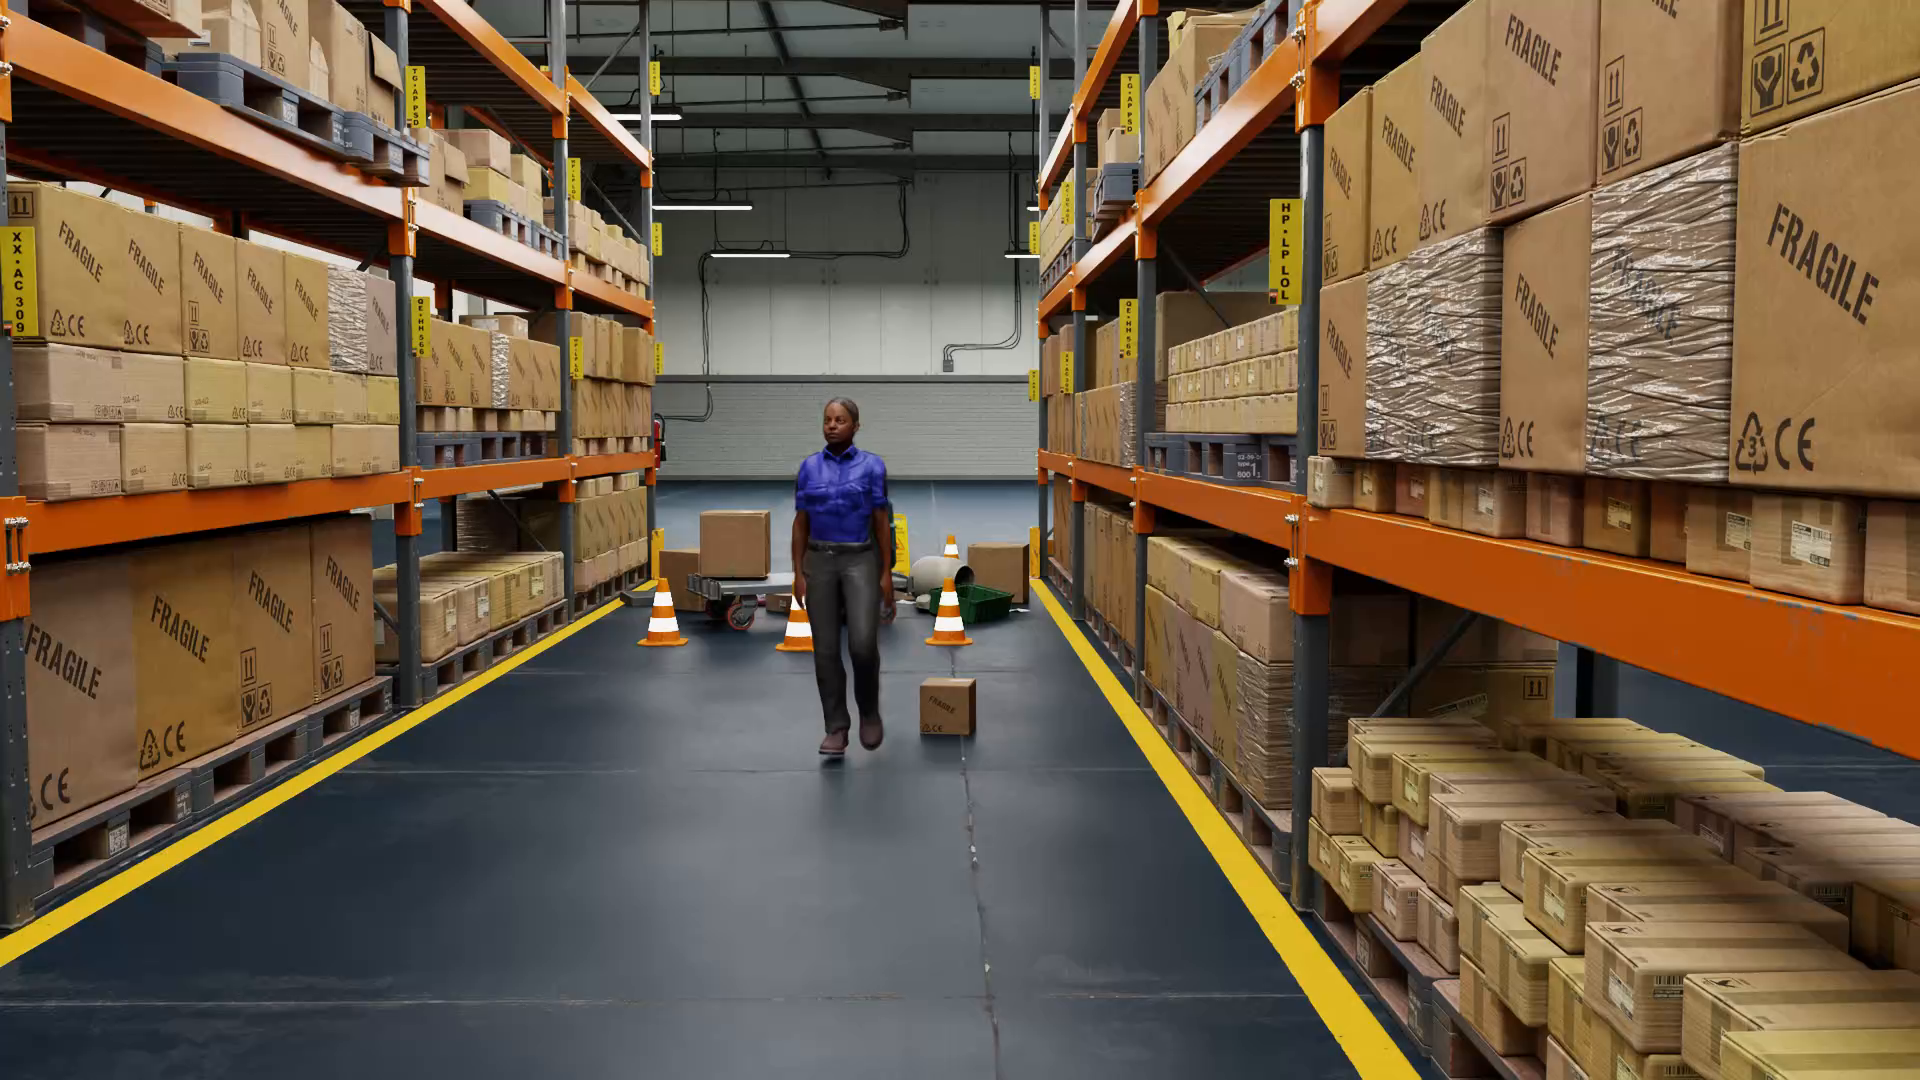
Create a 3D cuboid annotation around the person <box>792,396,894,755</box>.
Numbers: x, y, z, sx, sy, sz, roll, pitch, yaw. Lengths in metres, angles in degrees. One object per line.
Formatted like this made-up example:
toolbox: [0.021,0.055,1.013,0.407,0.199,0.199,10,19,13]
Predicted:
person: [-0.552,0.164,7.693,0.474,1.655,0.442,1,4,9]
